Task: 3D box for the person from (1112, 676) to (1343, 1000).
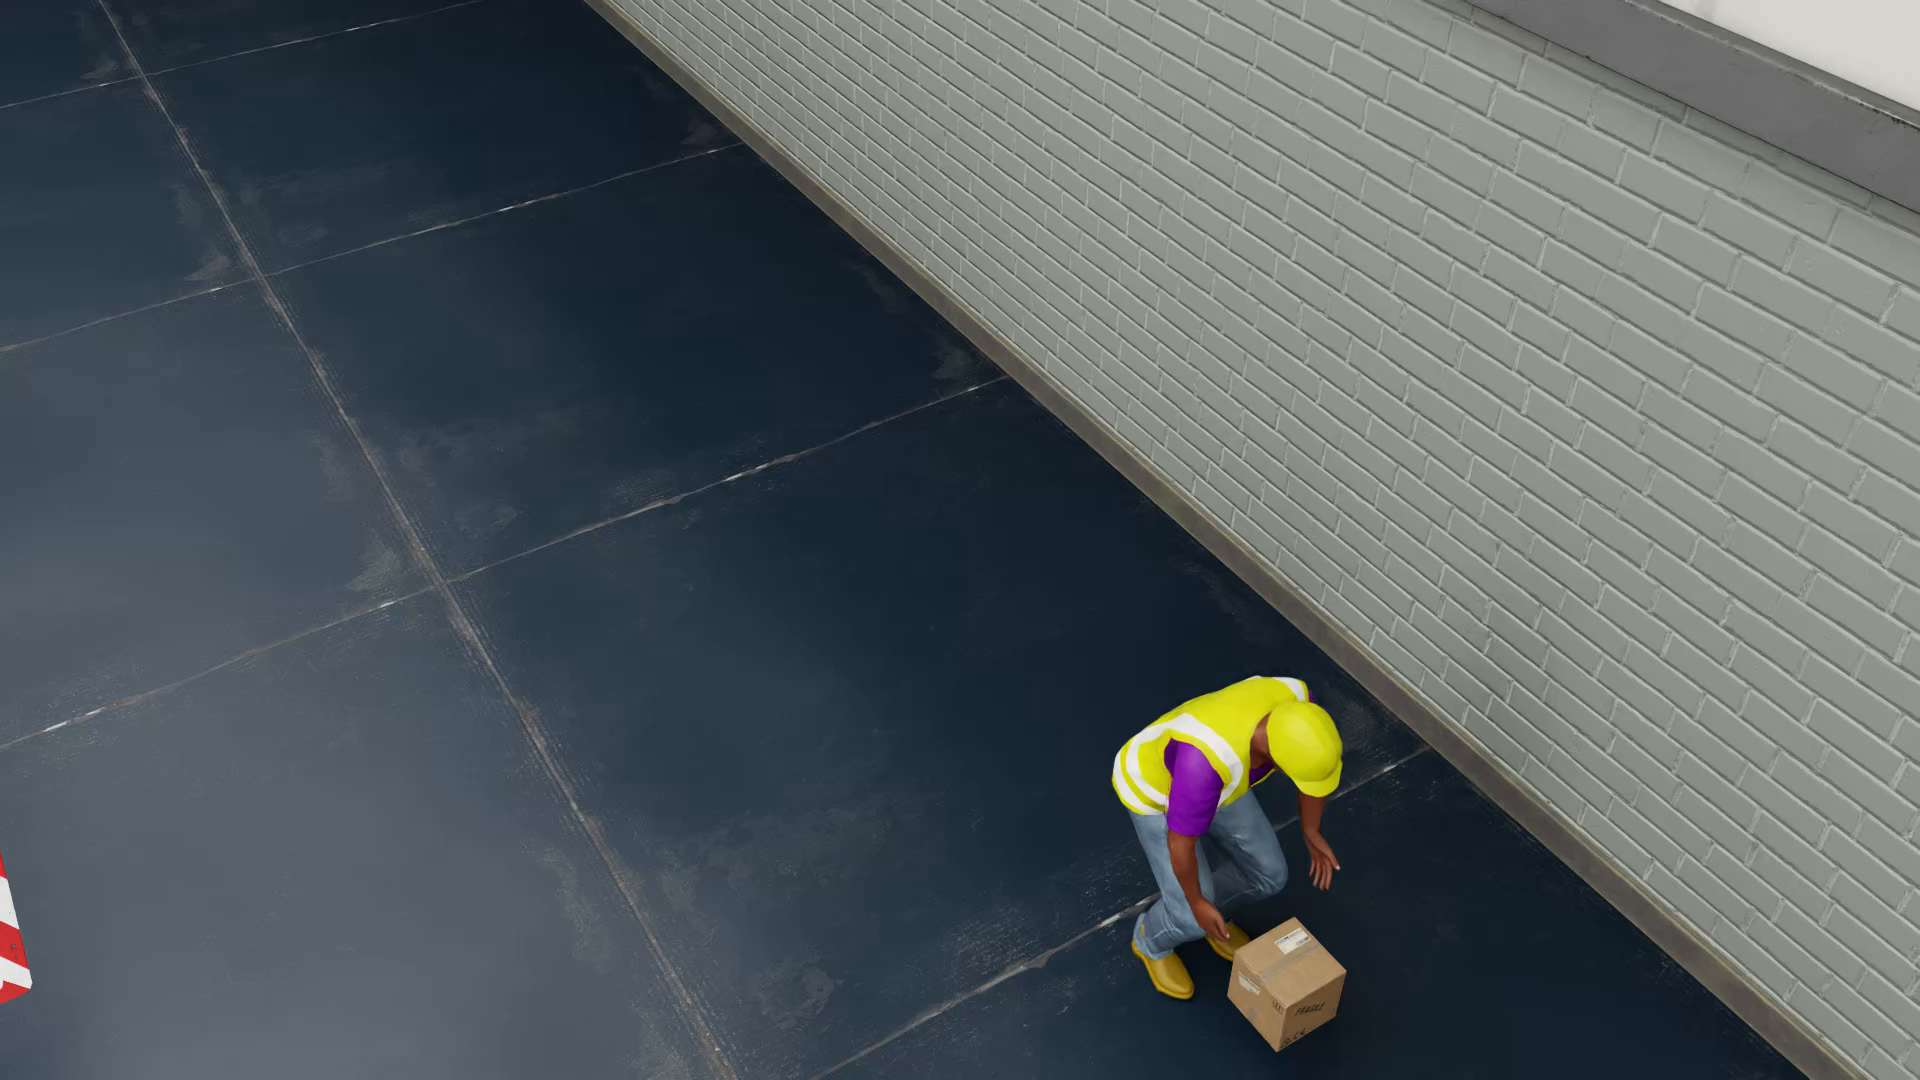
[{"bbox_3d":[0.856,0.895,5.349,0.631,1.433,0.745,-22,45,-24],"label":"person"}]
